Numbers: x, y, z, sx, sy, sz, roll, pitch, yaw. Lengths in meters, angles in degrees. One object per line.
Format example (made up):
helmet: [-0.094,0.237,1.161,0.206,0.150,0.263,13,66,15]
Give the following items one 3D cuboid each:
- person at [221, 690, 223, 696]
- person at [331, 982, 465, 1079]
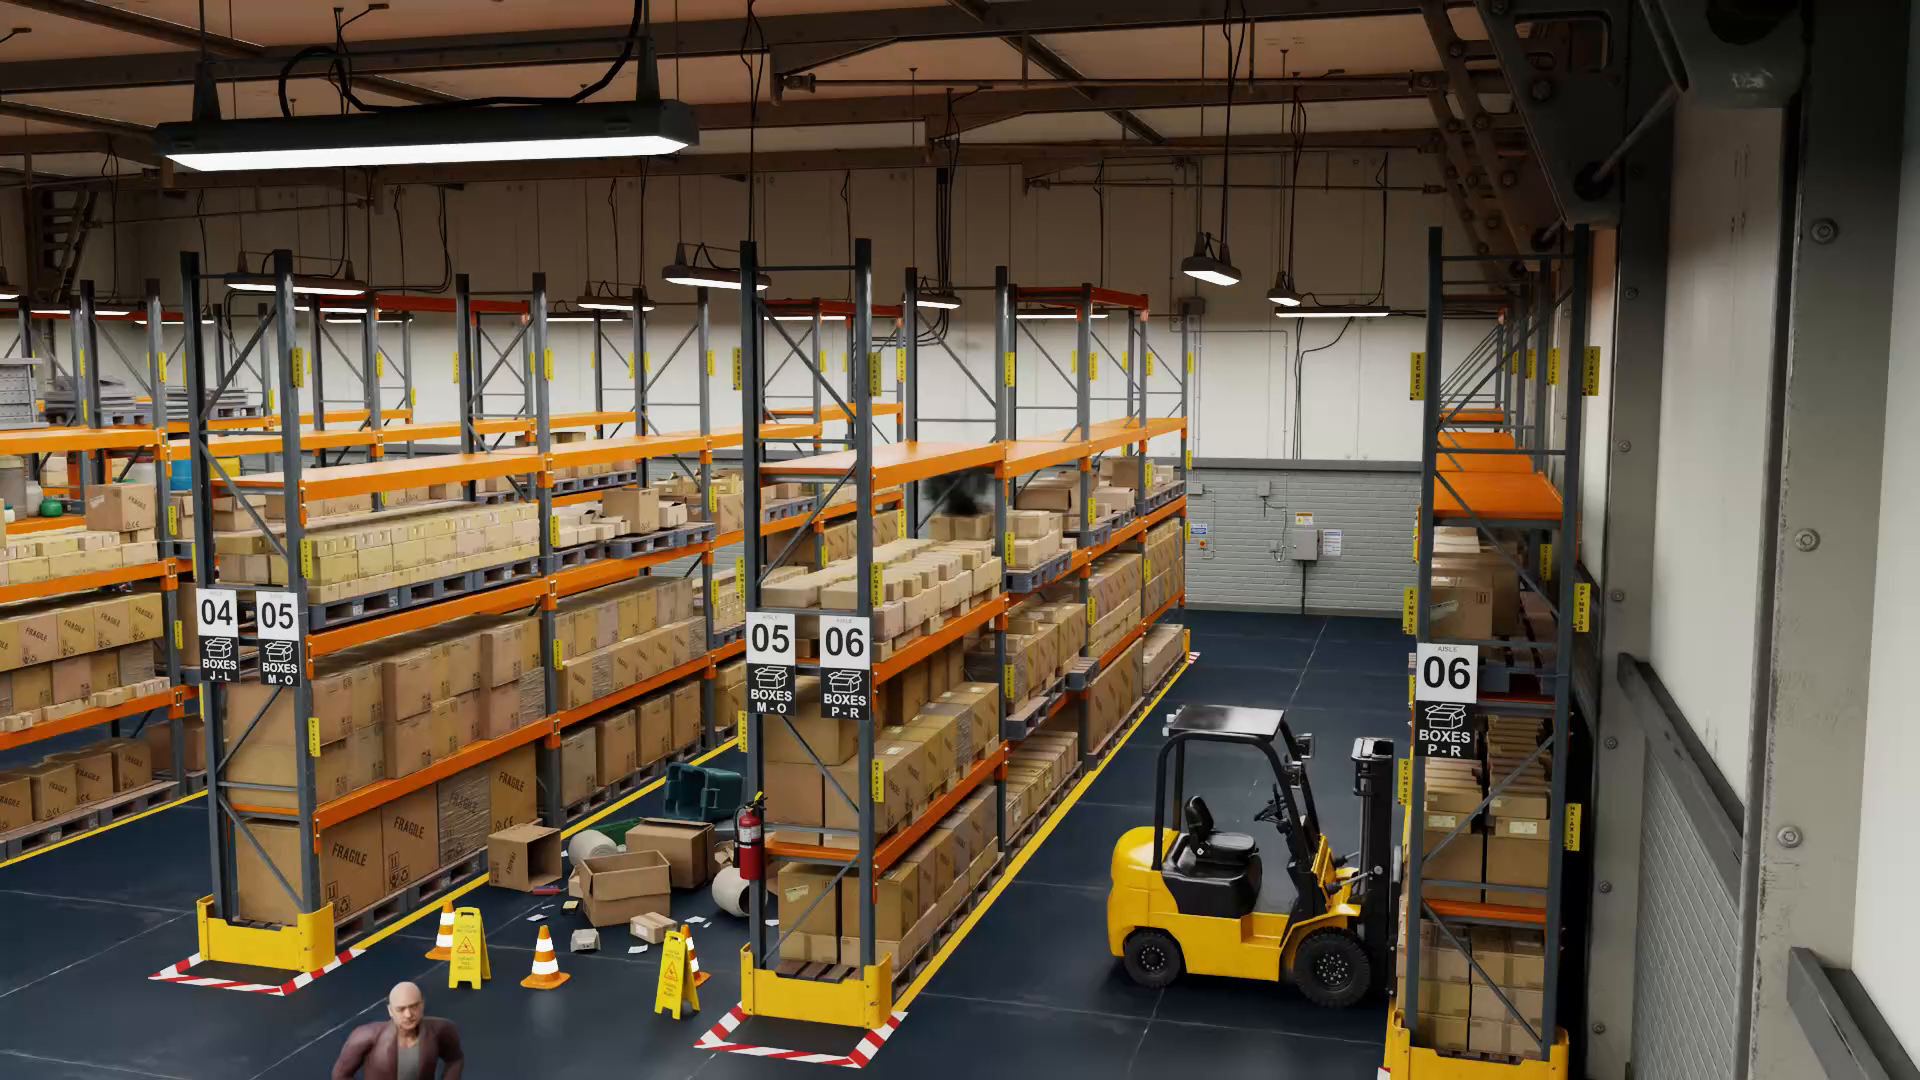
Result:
person: [-11.011,1.567,24.337,0.685,1.826,0.777,1,6,5]
person: [-3.141,3.331,9.346,0.718,1.668,0.939,-3,7,-25]
